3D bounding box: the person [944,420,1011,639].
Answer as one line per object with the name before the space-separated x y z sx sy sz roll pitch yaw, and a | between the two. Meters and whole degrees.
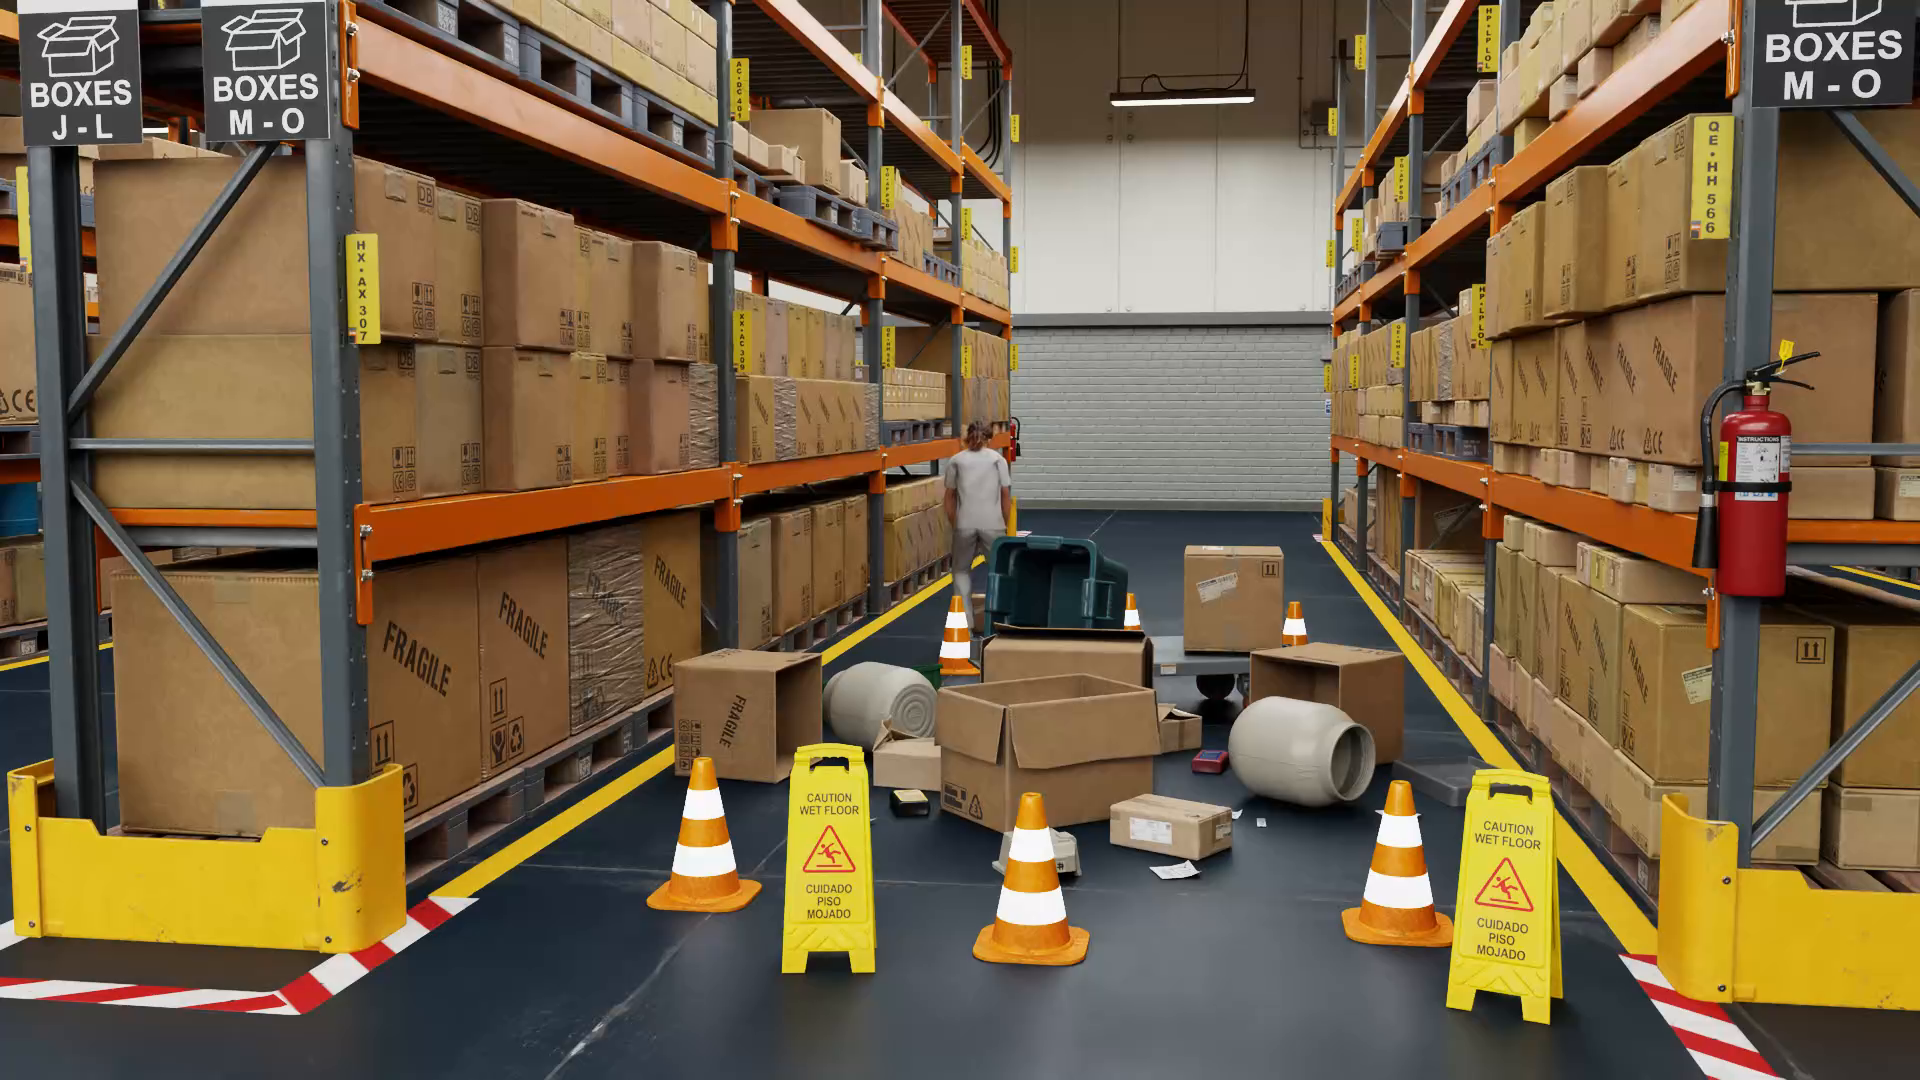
person | 0.118 -0.068 11.649 0.480 1.536 0.511 1 5 9
